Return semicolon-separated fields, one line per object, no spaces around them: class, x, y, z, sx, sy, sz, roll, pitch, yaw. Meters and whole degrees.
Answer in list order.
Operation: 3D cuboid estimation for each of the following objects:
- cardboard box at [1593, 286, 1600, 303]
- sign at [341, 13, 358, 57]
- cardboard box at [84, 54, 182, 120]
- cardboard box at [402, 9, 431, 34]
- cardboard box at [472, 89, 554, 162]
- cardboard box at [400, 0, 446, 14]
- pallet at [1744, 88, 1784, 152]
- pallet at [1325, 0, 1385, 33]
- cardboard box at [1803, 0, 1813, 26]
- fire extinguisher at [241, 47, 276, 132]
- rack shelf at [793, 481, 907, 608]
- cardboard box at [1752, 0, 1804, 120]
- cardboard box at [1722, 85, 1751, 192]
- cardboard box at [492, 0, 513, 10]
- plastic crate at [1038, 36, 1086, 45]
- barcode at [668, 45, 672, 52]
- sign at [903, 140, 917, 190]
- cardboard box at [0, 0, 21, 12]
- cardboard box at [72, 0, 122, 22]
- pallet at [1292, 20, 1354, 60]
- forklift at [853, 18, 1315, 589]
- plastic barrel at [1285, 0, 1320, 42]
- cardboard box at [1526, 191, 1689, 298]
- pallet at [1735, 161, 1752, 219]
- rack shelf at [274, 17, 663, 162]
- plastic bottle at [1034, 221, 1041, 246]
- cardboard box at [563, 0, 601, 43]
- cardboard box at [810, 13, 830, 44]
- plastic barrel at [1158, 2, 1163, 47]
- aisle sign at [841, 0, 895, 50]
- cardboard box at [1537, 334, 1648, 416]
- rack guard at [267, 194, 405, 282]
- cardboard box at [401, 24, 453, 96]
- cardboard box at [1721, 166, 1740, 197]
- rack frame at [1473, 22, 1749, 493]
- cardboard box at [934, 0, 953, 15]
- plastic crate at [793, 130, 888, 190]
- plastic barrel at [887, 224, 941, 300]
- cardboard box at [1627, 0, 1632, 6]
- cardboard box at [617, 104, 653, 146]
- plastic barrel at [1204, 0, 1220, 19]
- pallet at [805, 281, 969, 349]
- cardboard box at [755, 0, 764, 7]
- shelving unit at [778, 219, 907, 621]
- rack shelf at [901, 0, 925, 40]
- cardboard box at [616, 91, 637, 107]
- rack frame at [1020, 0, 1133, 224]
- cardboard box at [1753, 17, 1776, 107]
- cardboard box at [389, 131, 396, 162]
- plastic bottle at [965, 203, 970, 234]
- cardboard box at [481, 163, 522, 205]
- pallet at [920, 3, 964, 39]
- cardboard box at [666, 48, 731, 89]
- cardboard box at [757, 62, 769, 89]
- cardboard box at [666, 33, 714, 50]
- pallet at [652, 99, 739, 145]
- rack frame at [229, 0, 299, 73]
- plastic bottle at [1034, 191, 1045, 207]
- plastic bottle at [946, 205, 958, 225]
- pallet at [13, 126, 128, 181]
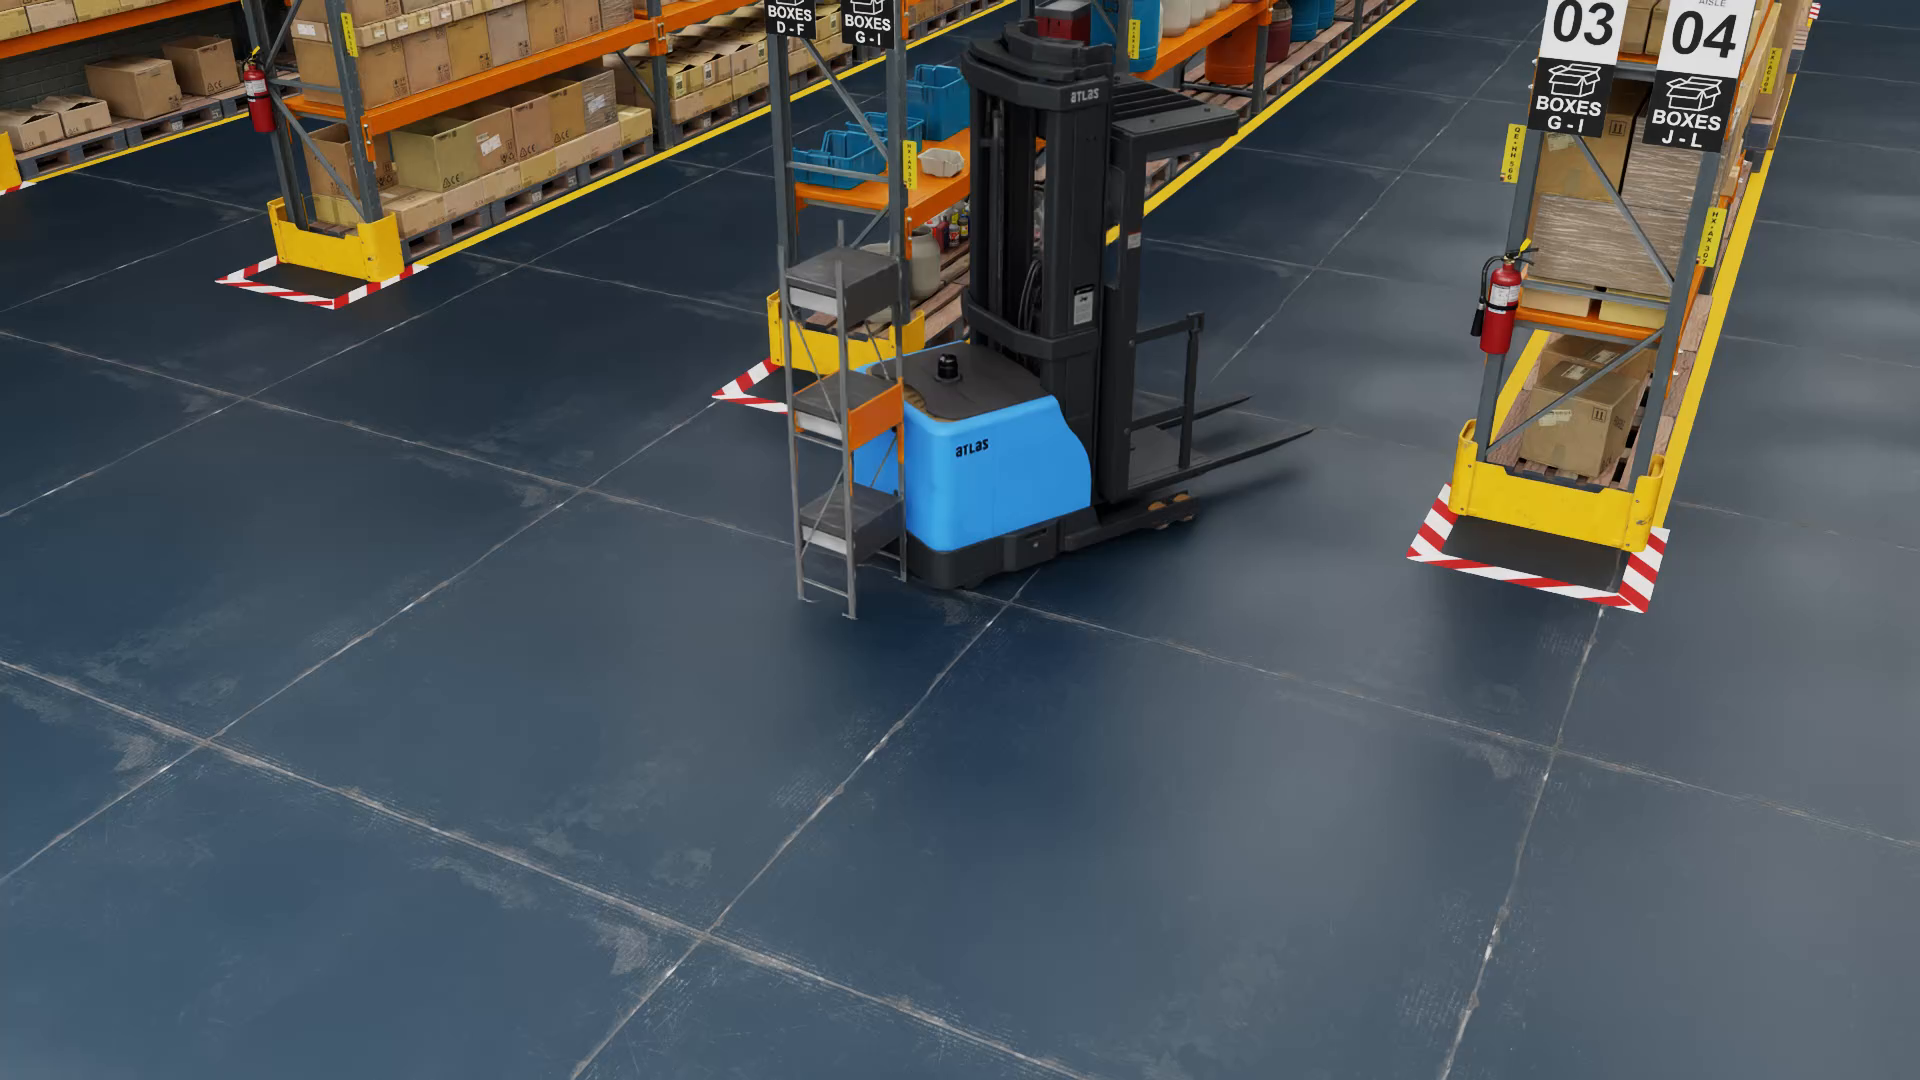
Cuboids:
cardboard box;3.648;-1.565;10.006;0.380;0.149;0.250;14;33;23
sign;-4.739;-3.920;12.906;0.100;0.325;0.005;14;33;23
cardboard box;-8.608;-4.721;17.317;0.700;0.500;0.500;12;32;20
cardboard box;-4.627;-4.317;13.793;0.380;0.149;0.250;14;33;23
cardboard box;-4.102;-3.805;15.242;0.500;0.500;0.500;14;33;23
cardboard box;-4.747;-4.707;13.821;0.700;0.500;0.500;13;32;22
pallet;5.887;-3.386;13.117;1.003;0.211;1.213;14;33;23
pallet;4.945;-6.959;21.947;1.003;0.211;1.213;14;33;23
cardboard box;8.780;-5.682;18.635;1.225;0.875;0.875;14;33;23
fire extinguisher;-5.697;-3.658;13.477;0.296;0.674;0.183;14;33;23
rack shelf;-0.613;-0.002;9.368;0.431;0.518;0.480;19;35;29
cardboard box;5.896;-3.926;12.841;1.000;1.000;1.000;15;33;24
cardboard box;4.314;-2.398;9.801;0.500;0.500;0.500;14;33;23
cardboard box;-4.158;-4.770;14.583;0.380;0.149;0.250;15;33;24
plastic crate;0.648;-4.057;14.155;0.767;0.338;0.504;14;33;23
barcode;-2.921;-4.954;16.759;0.001;0.075;0.075;14;33;23
sign;-0.334;-2.507;11.116;0.100;0.325;0.005;14;33;23
cardboard box;-9.156;-5.173;15.415;0.500;0.500;0.500;14;33;23
cardboard box;-8.675;-5.307;16.400;0.500;0.250;0.500;14;33;23
pallet;4.256;-6.291;20.784;1.003;0.211;1.213;14;33;23
forklift;0.868;-1.536;9.773;3.031;2.935;1.130;-18;34;-28
plastic barrel;4.059;-6.554;20.127;0.600;0.901;0.708;14;33;23
cardboard box;3.862;-1.800;9.764;0.875;0.500;0.500;14;33;23
pallet;6.874;-3.381;15.716;1.003;0.211;1.213;14;33;23
rack shelf;-4.319;-4.214;15.088;1.077;0.370;4.000;14;33;23
plastic bottle;0.622;-2.555;13.846;0.097;0.201;0.097;0;30;0
cardboard box;-3.839;-5.022;15.673;0.700;0.500;0.500;14;33;23
cardboard box;-1.836;-5.898;19.076;0.500;0.311;0.500;14;33;23
plastic barrel;1.631;-4.720;15.111;0.433;0.535;0.433;0;30;0
aisle sign;-0.594;-3.543;10.587;0.394;0.787;0.004;14;33;23
cardboard box;4.128;-1.034;10.917;0.500;0.500;0.500;24;38;36
rack guard;-5.241;-2.544;13.969;1.175;0.500;0.348;14;33;23
cardboard box;-4.771;-4.120;14.103;0.700;0.500;0.500;15;33;25
cardboard box;5.269;-2.550;11.722;0.380;0.149;0.250;14;33;23
rack frame;3.587;-1.390;9.449;1.000;3.000;0.127;14;33;23
cardboard box;-0.424;-7.116;21.489;0.500;0.500;0.500;13;32;22
plastic crate;-0.860;-2.739;11.947;0.499;0.251;0.616;14;33;23
plastic barrel;-0.362;-2.148;12.846;0.421;0.512;0.421;0;30;0
cardboard box;3.436;-2.992;8.977;0.380;0.149;0.250;14;33;23
cardboard box;-3.424;-4.147;16.589;0.500;0.250;0.500;14;33;23
plastic barrel;2.352;-5.417;16.350;0.421;0.512;0.421;0;30;0
pallet;-0.454;-1.708;12.802;1.003;0.211;1.213;14;33;23
cardboard box;-2.086;-6.253;19.693;0.500;0.311;0.500;15;33;25
shelving unit;-0.613;-0.621;9.013;0.431;2.100;0.503;19;35;29
rack shelf;0.089;-4.389;12.382;1.077;0.370;4.000;14;33;23
cardboard box;-3.477;-4.651;17.468;0.500;0.250;0.500;14;33;23
rack frame;1.000;-4.287;14.493;1.000;3.000;0.127;14;33;23
cardboard box;5.223;-3.285;11.346;0.500;0.500;0.500;14;33;23
cardboard box;-4.808;-3.706;15.068;0.500;0.500;0.500;14;33;23
plastic bottle;0.127;-2.738;14.090;0.152;0.276;0.135;14;33;23
cardboard box;-4.335;-3.260;15.045;0.500;0.250;0.500;14;33;23
pallet;-0.655;-6.837;21.735;1.003;0.211;1.213;14;33;23
cardboard box;-2.765;-4.992;17.498;0.500;0.311;0.500;14;33;23
cardboard box;-2.303;-5.206;18.434;0.500;0.250;0.500;15;33;24
cardboard box;-3.018;-5.342;18.108;0.500;0.311;0.500;14;33;23
pallet;-3.107;-4.538;17.732;1.003;0.211;1.213;14;33;23
rack frame;-7.819;-6.534;18.407;1.000;3.000;0.127;14;33;23
plastic bottle;0.733;-2.883;14.342;0.152;0.276;0.135;14;33;23
plastic bottle;-0.101;-2.711;13.967;0.144;0.351;0.185;16;33;25
pallet;-9.205;-3.938;16.685;1.003;0.211;1.213;14;33;23
